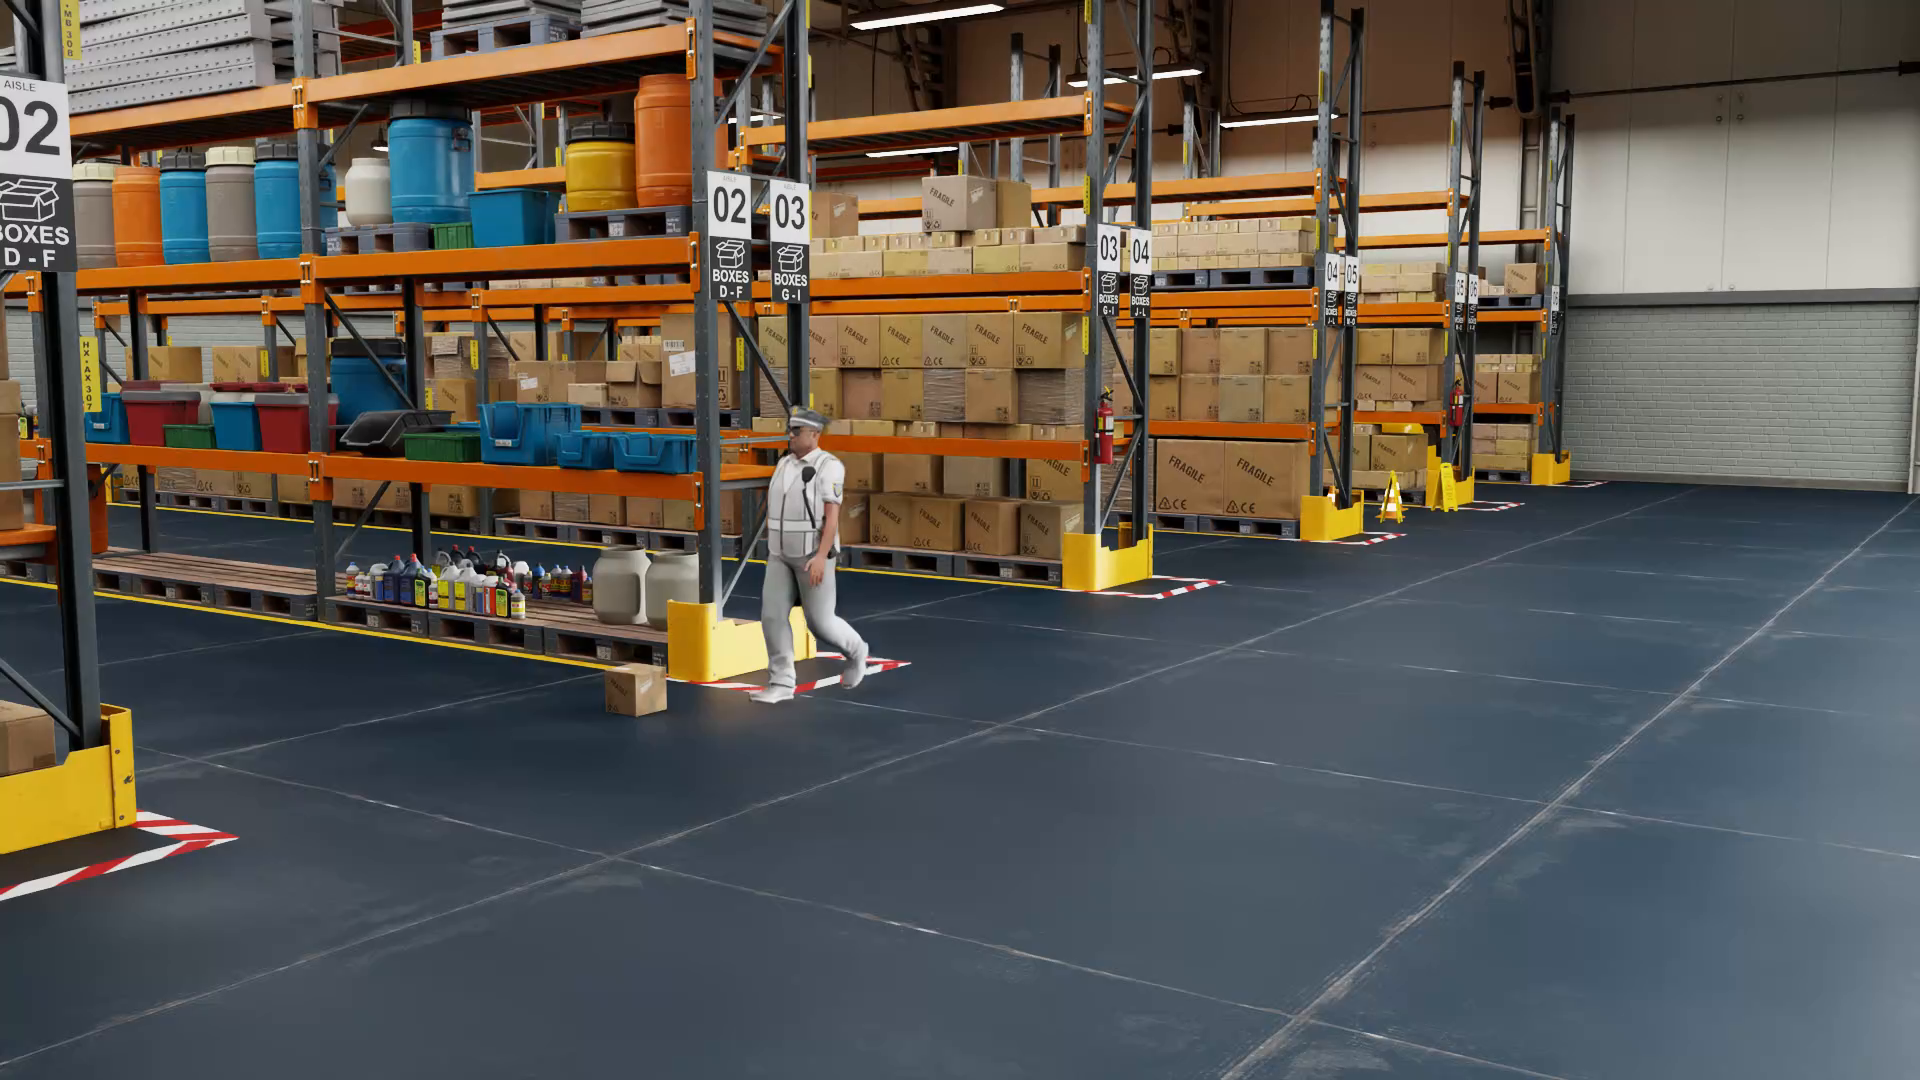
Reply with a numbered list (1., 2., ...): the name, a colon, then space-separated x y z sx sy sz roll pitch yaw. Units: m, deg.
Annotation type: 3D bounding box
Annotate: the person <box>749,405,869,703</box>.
1. person: -0.923 0.074 9.873 0.532 1.738 0.842 4 7 33
